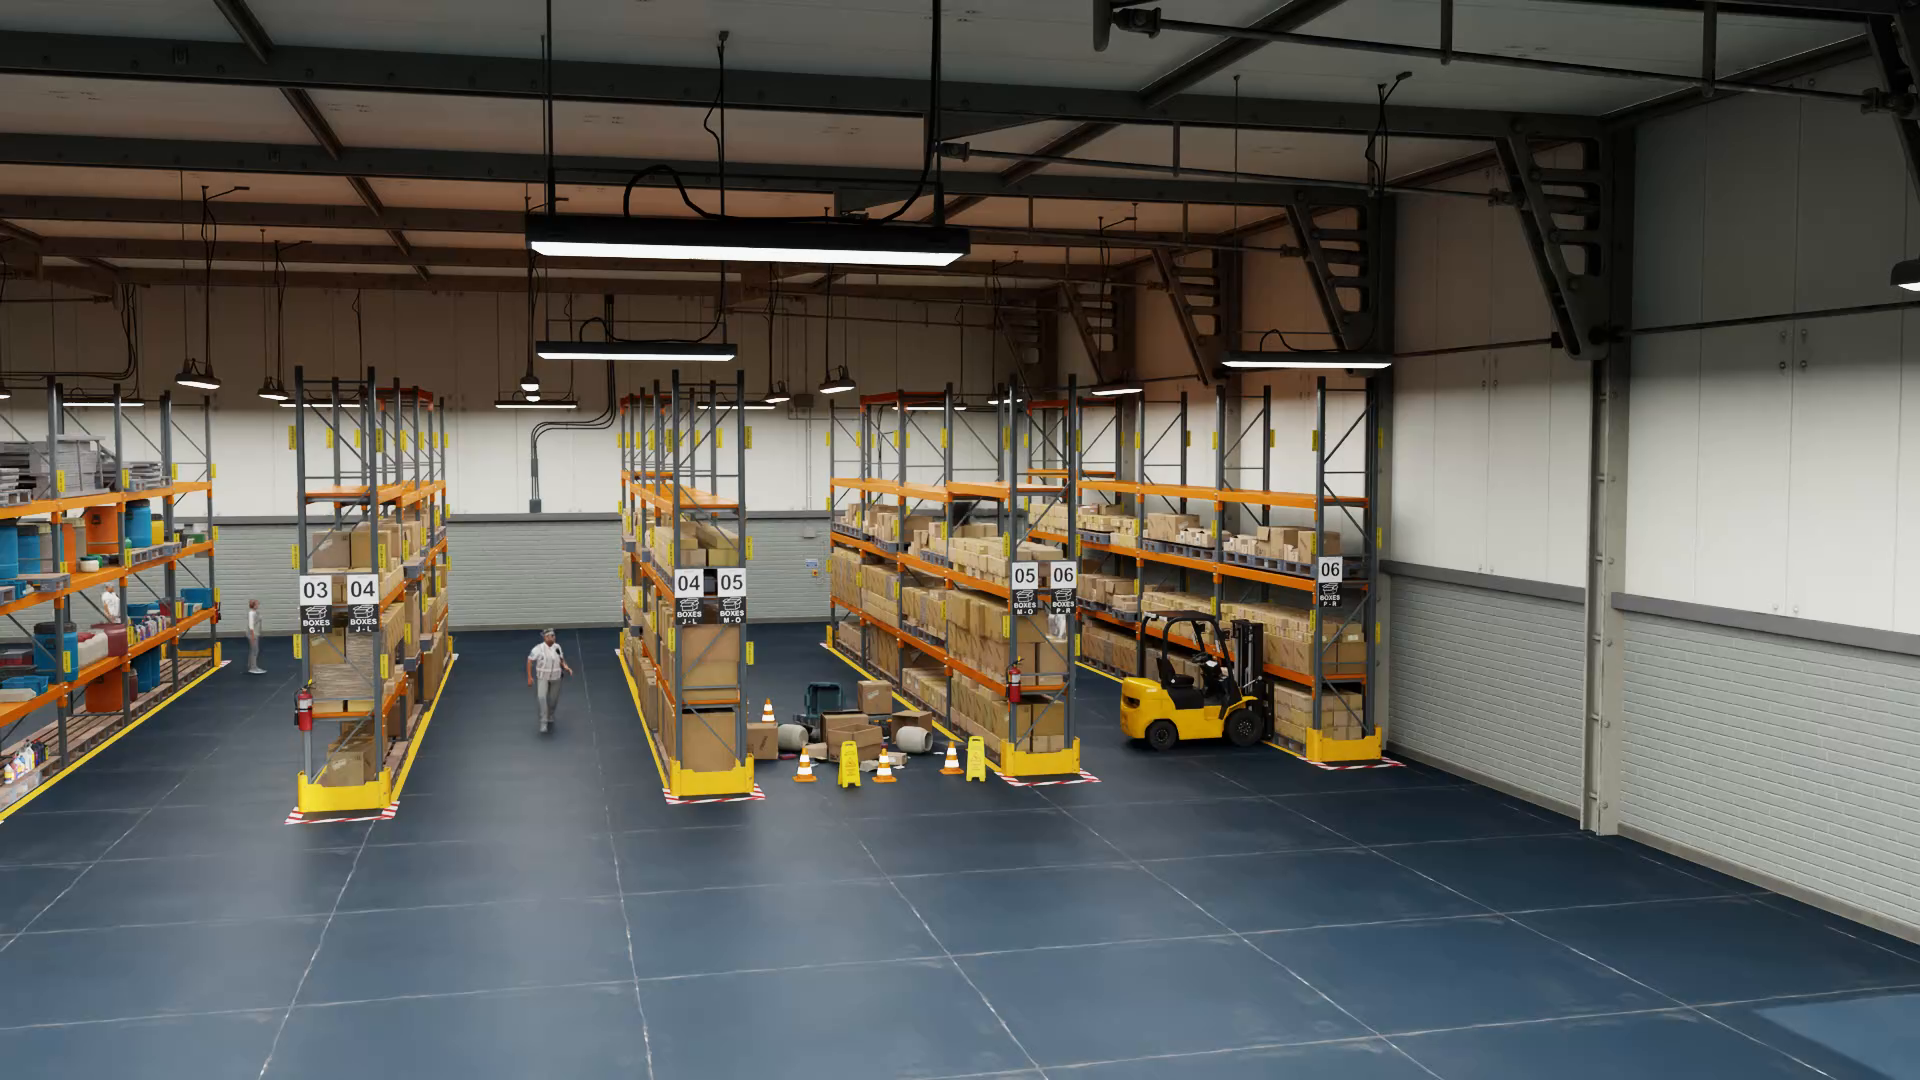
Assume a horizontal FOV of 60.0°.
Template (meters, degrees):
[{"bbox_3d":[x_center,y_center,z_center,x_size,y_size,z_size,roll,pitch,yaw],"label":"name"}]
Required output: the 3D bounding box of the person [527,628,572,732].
[{"bbox_3d":[-7.181,2.412,29.096,0.766,1.770,0.995,-1,4,-15],"label":"person"}]

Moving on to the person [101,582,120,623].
[{"bbox_3d":[-20.036,1.828,39.339,0.503,1.687,0.500,0,3,-4],"label":"person"}]

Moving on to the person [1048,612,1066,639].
[{"bbox_3d":[2.059,2.043,35.382,0.333,1.692,0.509,-1,4,-23],"label":"person"}]

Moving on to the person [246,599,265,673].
[{"bbox_3d":[-15.127,2.061,35.701,0.366,1.598,0.478,-1,4,-18],"label":"person"}]
